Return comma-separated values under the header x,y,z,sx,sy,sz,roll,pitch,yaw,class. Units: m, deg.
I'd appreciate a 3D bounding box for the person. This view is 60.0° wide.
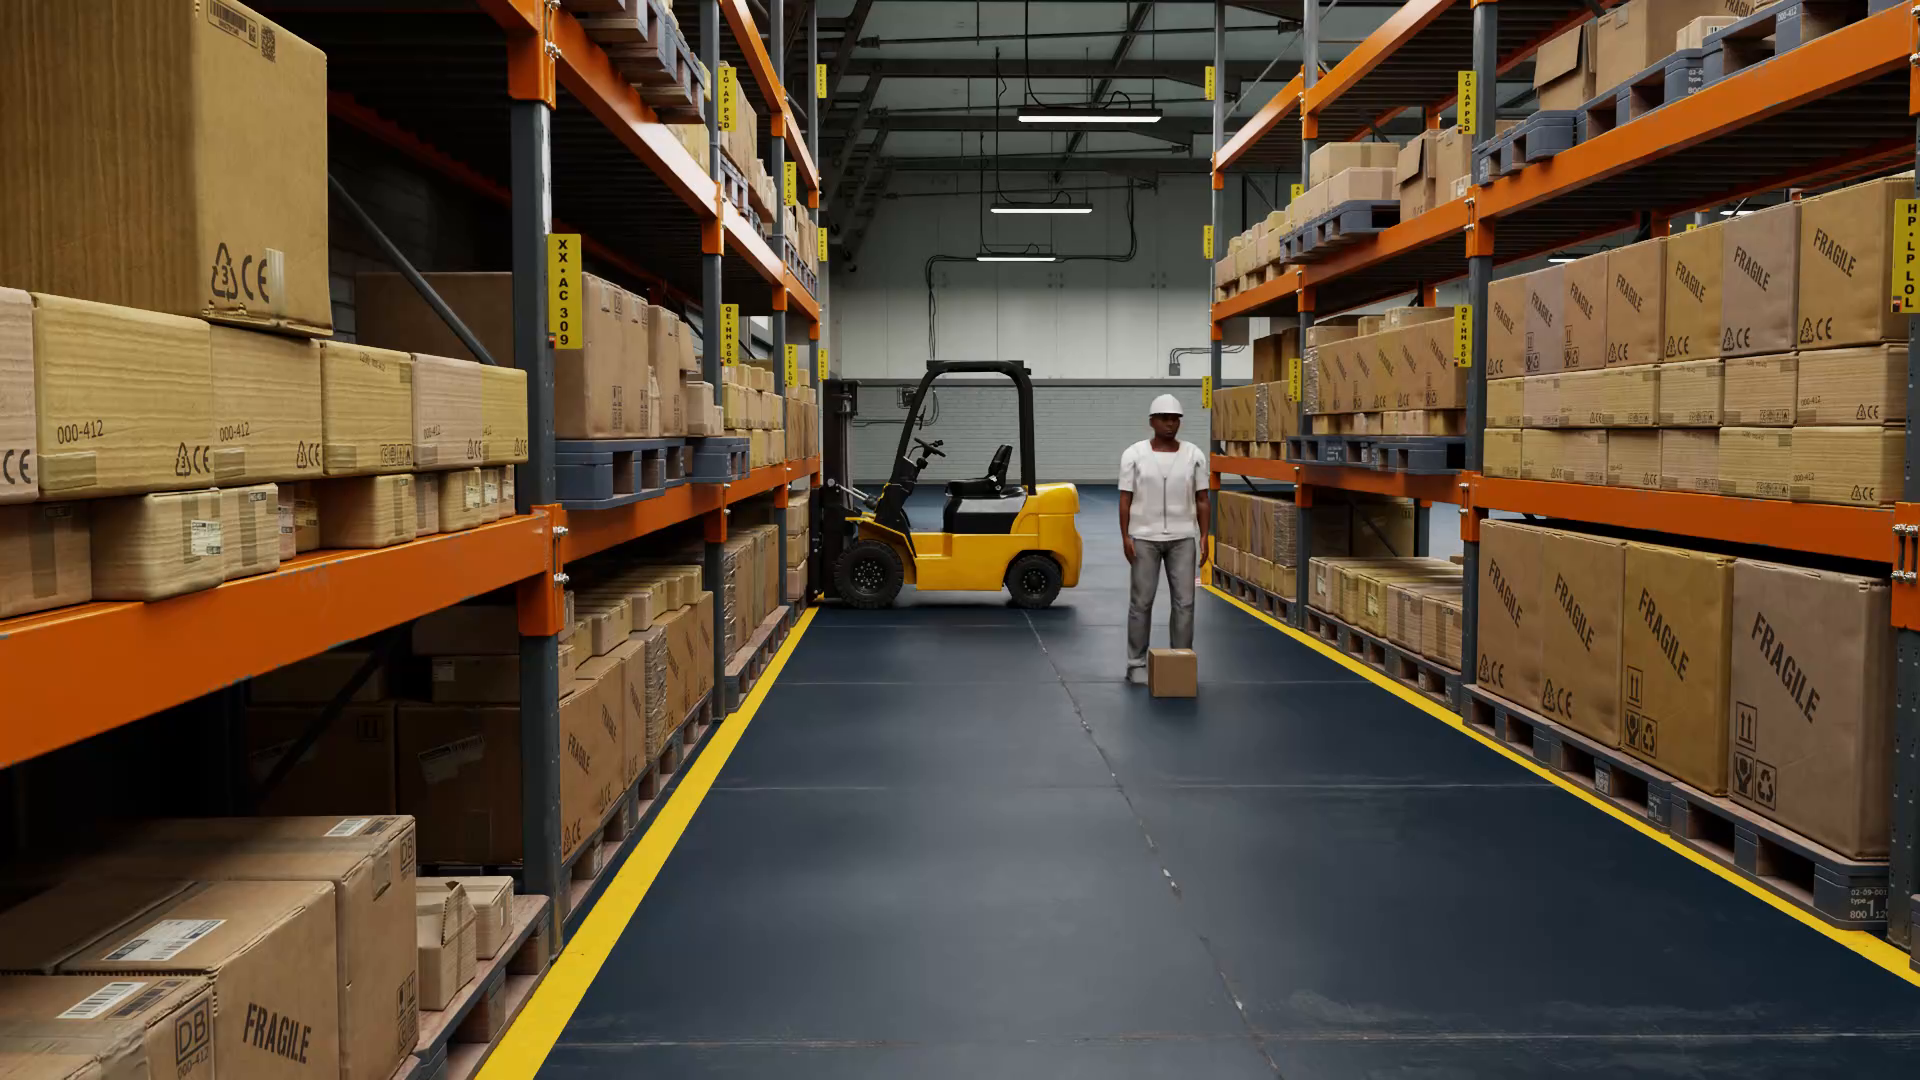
x,y,z,sx,sy,sz,roll,pitch,yaw,class
1.254,0.004,10.172,0.565,1.782,0.387,0,4,0,person
